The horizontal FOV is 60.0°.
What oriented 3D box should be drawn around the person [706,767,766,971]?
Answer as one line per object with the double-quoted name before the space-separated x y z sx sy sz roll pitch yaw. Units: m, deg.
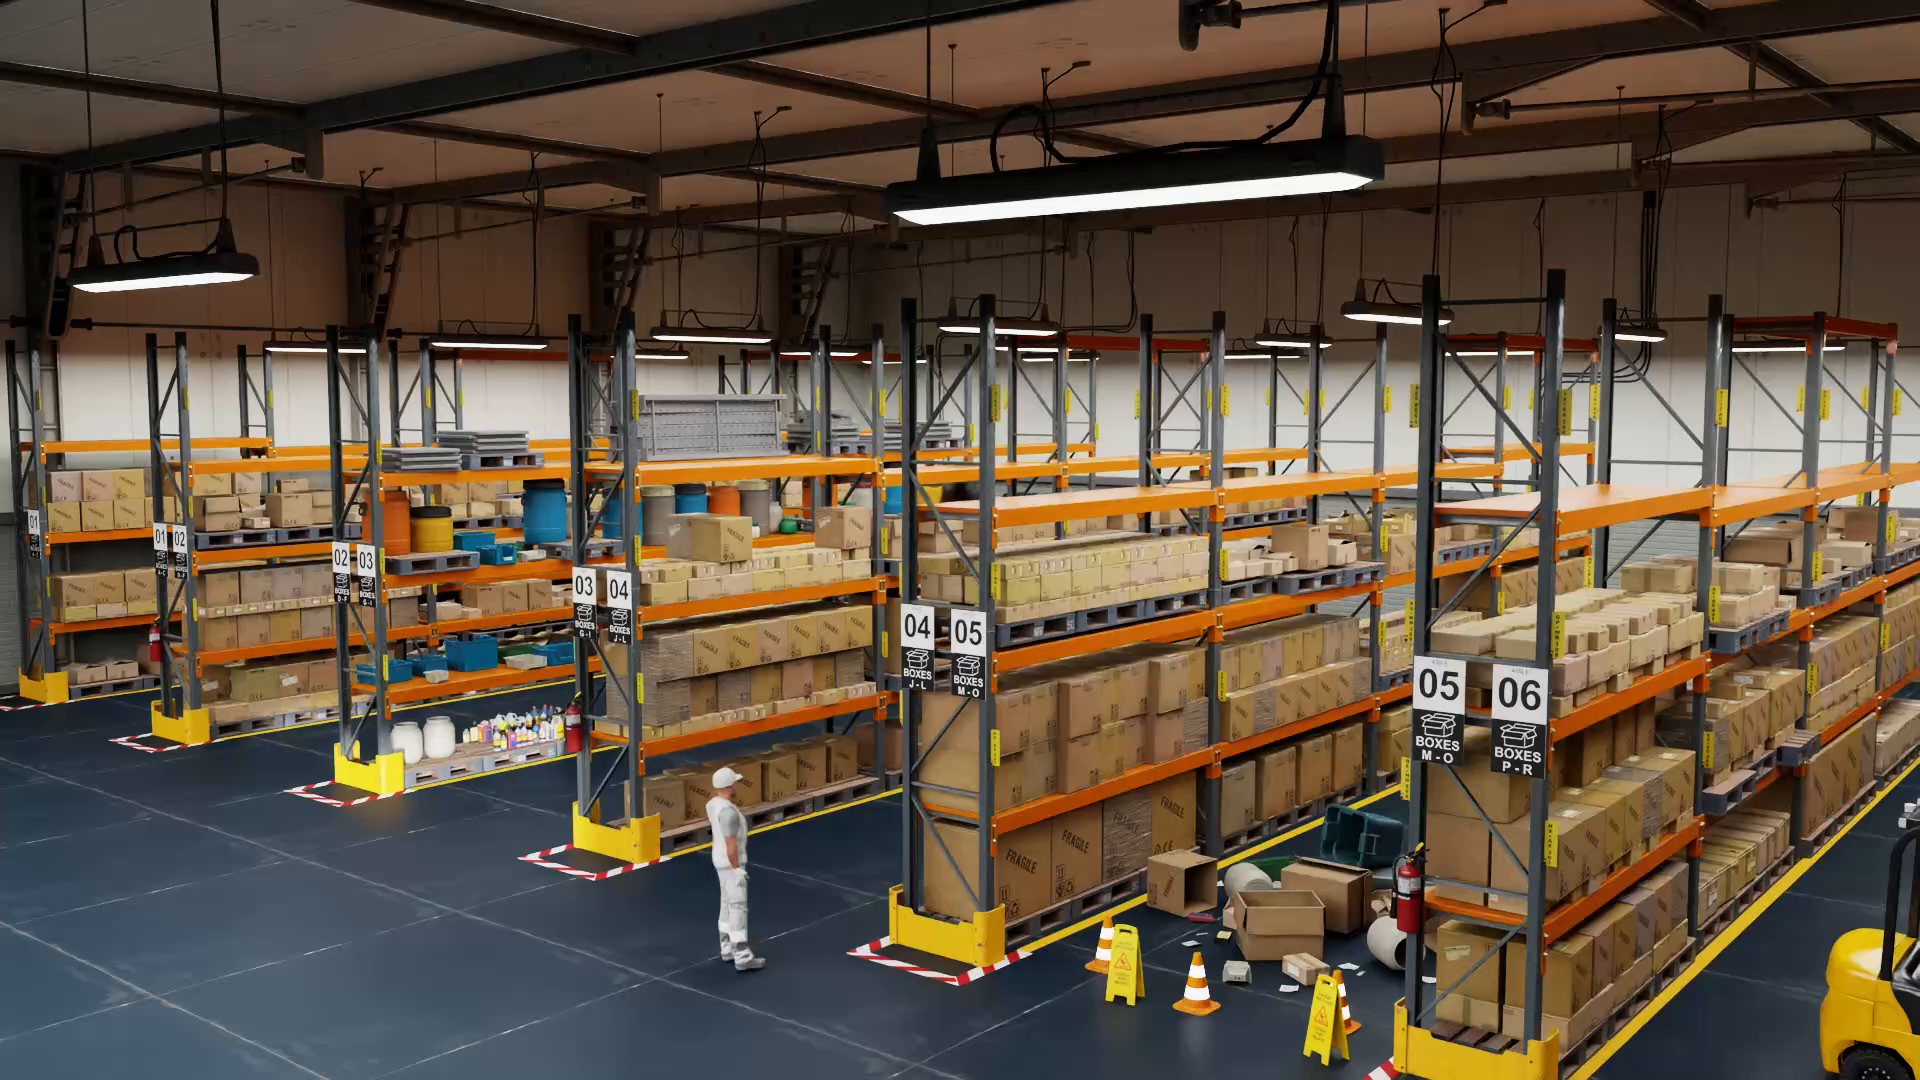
"person" -2.019 2.927 14.966 0.514 1.797 0.566 -1 5 -8
